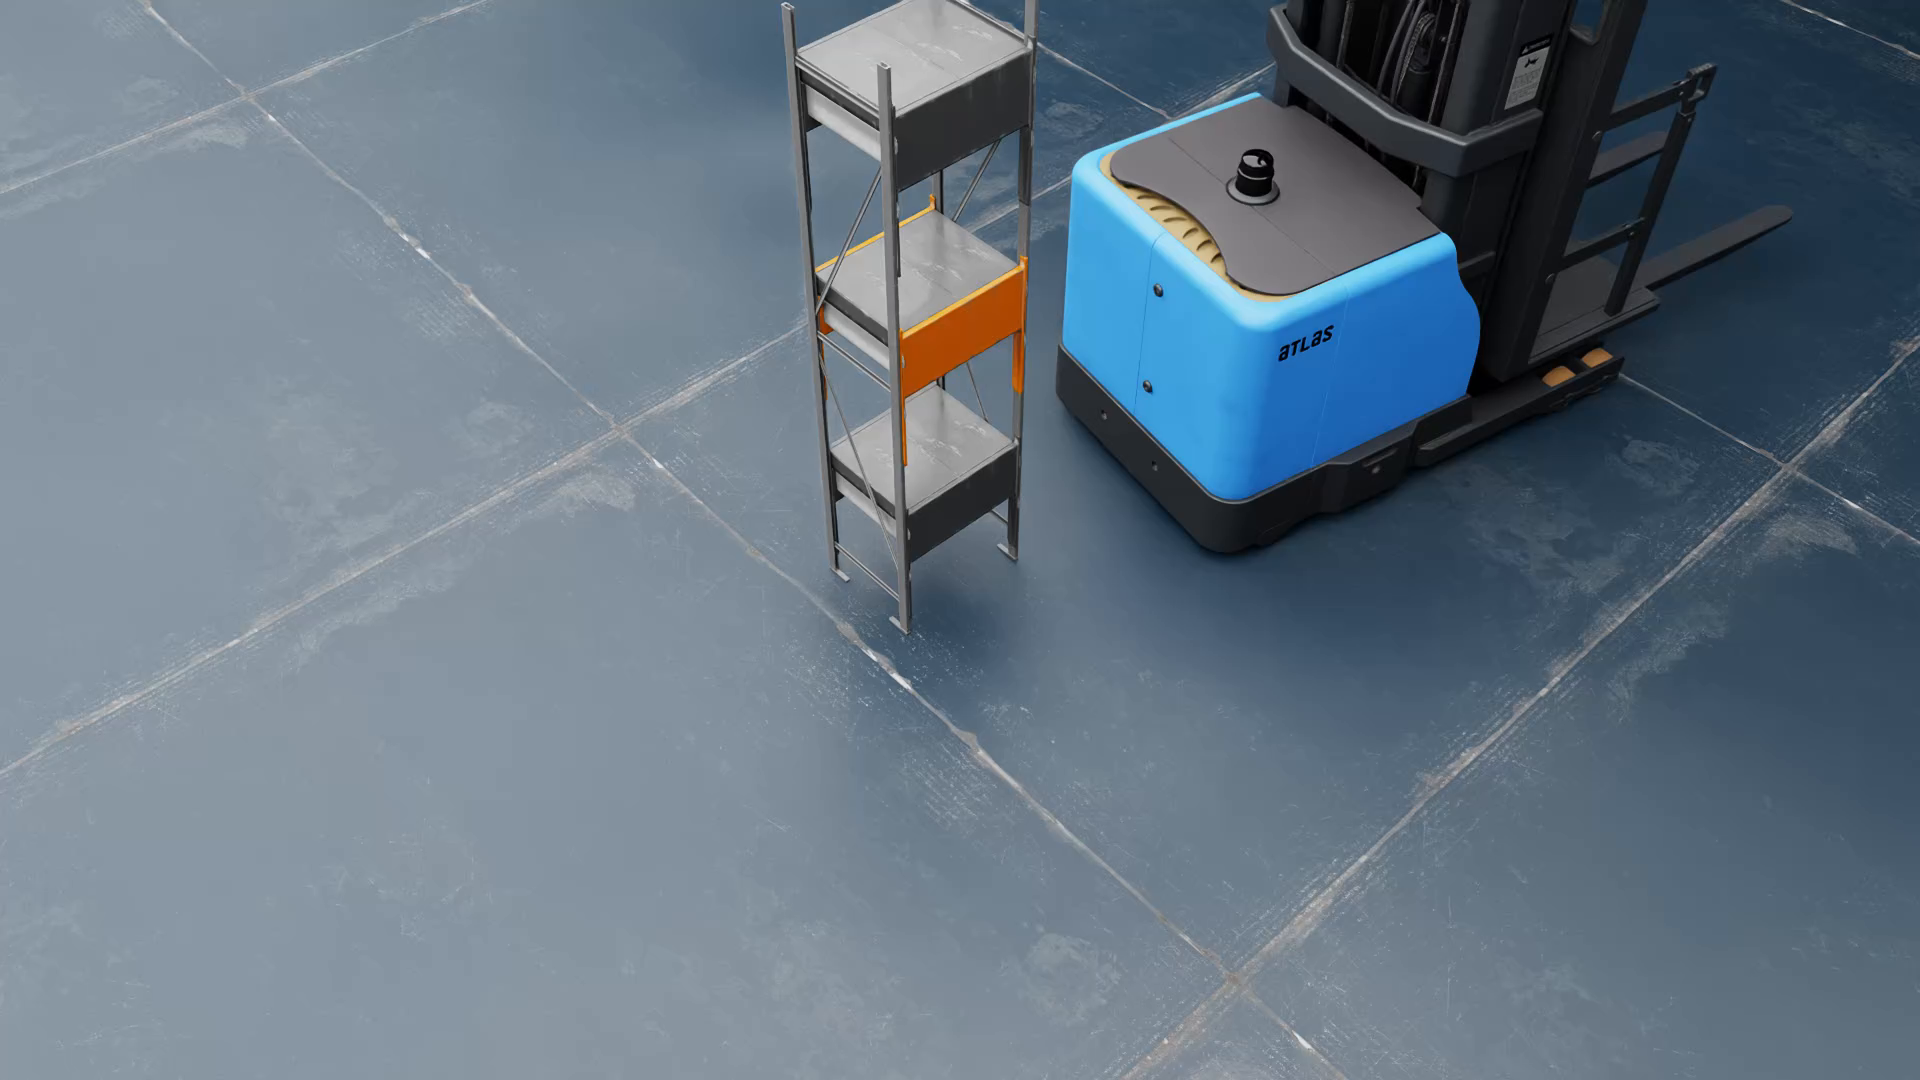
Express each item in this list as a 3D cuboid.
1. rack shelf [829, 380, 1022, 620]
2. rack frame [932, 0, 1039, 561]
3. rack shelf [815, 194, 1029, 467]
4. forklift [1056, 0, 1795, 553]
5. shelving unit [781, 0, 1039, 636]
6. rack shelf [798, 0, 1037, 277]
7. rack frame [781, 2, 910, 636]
[{"bbox_3d":[-0.122,-0.146,5.427,0.480,0.518,0.431,-34,56,-27],"label":"rack shelf"},{"bbox_3d":[0.058,-0.751,5.014,0.015,2.100,0.400,-34,56,-27],"label":"rack frame"},{"bbox_3d":[-0.122,-0.621,4.913,0.480,0.518,0.431,-34,56,-27],"label":"rack shelf"},{"bbox_3d":[1.880,-1.782,5.400,3.031,2.935,1.130,-24,52,-21],"label":"forklift"},{"bbox_3d":[-0.122,-0.630,4.903,0.503,2.100,0.431,-34,56,-27],"label":"shelving unit"},{"bbox_3d":[-0.122,-1.096,4.398,0.480,0.518,0.431,-34,56,-27],"label":"rack shelf"},{"bbox_3d":[-0.303,-0.510,4.791,0.015,2.100,0.400,-34,56,-27],"label":"rack frame"}]
